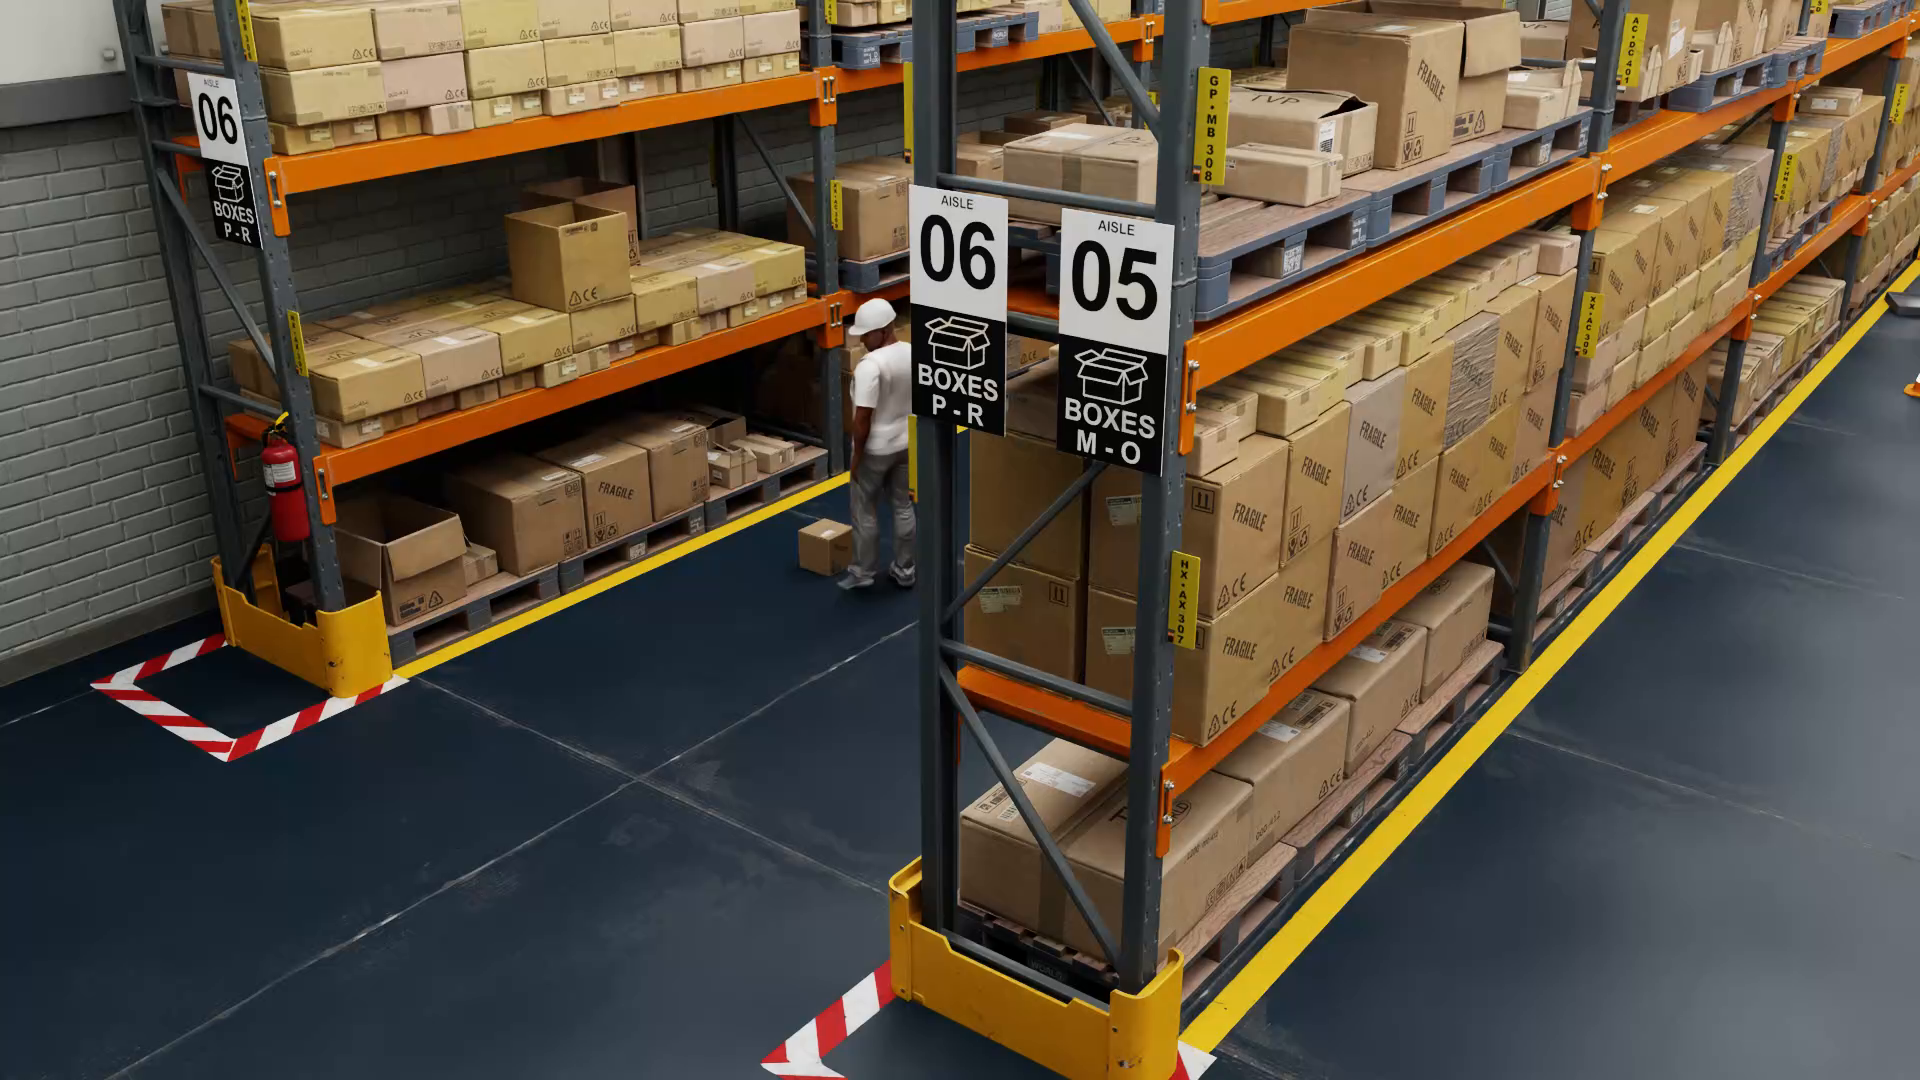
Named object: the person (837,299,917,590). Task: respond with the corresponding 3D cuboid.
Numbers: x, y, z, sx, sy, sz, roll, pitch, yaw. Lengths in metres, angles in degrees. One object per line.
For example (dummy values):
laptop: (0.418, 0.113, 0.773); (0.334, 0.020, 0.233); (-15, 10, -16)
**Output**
person: (-0.463, -0.544, 9.854); (0.631, 1.840, 0.471); (-20, 30, -38)
